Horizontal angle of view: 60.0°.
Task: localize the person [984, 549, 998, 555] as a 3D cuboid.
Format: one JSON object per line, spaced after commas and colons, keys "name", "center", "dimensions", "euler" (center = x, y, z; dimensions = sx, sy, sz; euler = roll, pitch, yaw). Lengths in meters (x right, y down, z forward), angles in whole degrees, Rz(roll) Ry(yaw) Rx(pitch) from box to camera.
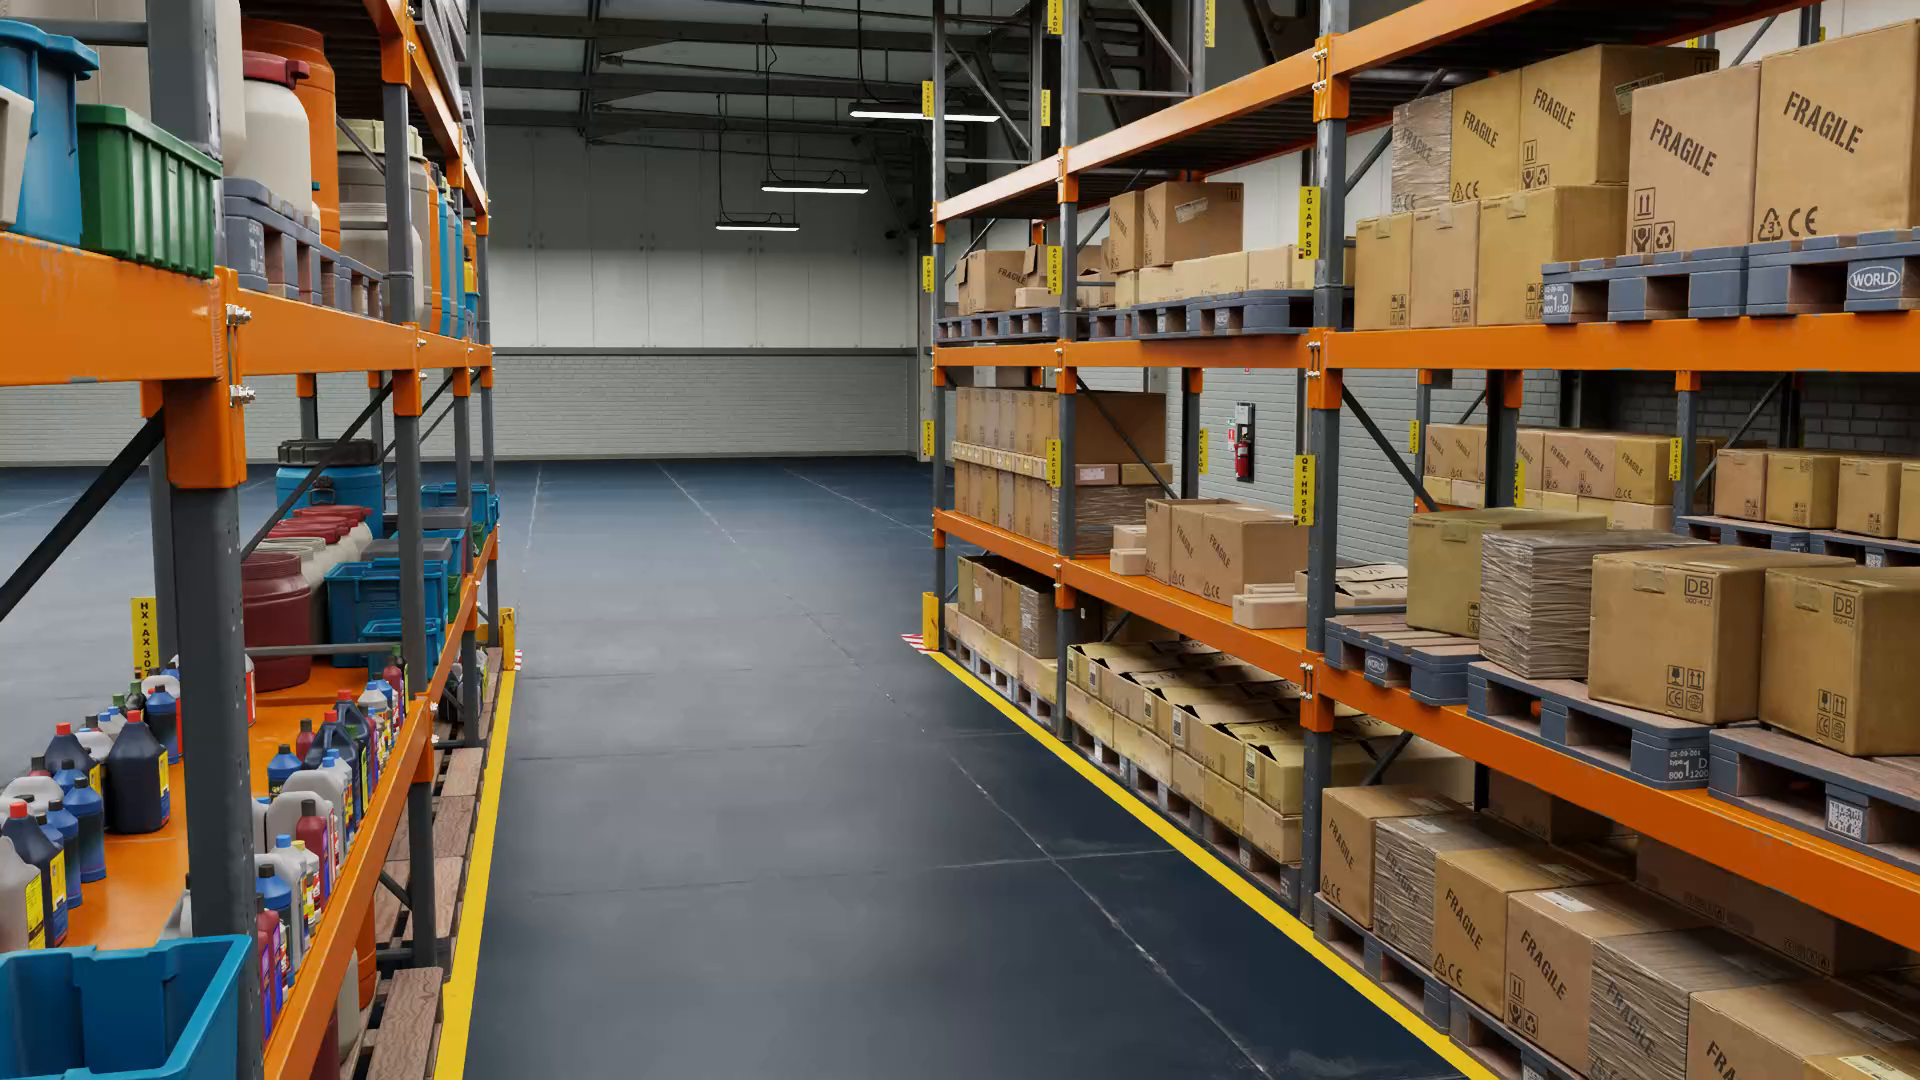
{"name": "person", "center": [0.400, -0.109, 17.914], "dimensions": [0.462, 1.757, 0.629], "euler": [-2, 6, -14]}
